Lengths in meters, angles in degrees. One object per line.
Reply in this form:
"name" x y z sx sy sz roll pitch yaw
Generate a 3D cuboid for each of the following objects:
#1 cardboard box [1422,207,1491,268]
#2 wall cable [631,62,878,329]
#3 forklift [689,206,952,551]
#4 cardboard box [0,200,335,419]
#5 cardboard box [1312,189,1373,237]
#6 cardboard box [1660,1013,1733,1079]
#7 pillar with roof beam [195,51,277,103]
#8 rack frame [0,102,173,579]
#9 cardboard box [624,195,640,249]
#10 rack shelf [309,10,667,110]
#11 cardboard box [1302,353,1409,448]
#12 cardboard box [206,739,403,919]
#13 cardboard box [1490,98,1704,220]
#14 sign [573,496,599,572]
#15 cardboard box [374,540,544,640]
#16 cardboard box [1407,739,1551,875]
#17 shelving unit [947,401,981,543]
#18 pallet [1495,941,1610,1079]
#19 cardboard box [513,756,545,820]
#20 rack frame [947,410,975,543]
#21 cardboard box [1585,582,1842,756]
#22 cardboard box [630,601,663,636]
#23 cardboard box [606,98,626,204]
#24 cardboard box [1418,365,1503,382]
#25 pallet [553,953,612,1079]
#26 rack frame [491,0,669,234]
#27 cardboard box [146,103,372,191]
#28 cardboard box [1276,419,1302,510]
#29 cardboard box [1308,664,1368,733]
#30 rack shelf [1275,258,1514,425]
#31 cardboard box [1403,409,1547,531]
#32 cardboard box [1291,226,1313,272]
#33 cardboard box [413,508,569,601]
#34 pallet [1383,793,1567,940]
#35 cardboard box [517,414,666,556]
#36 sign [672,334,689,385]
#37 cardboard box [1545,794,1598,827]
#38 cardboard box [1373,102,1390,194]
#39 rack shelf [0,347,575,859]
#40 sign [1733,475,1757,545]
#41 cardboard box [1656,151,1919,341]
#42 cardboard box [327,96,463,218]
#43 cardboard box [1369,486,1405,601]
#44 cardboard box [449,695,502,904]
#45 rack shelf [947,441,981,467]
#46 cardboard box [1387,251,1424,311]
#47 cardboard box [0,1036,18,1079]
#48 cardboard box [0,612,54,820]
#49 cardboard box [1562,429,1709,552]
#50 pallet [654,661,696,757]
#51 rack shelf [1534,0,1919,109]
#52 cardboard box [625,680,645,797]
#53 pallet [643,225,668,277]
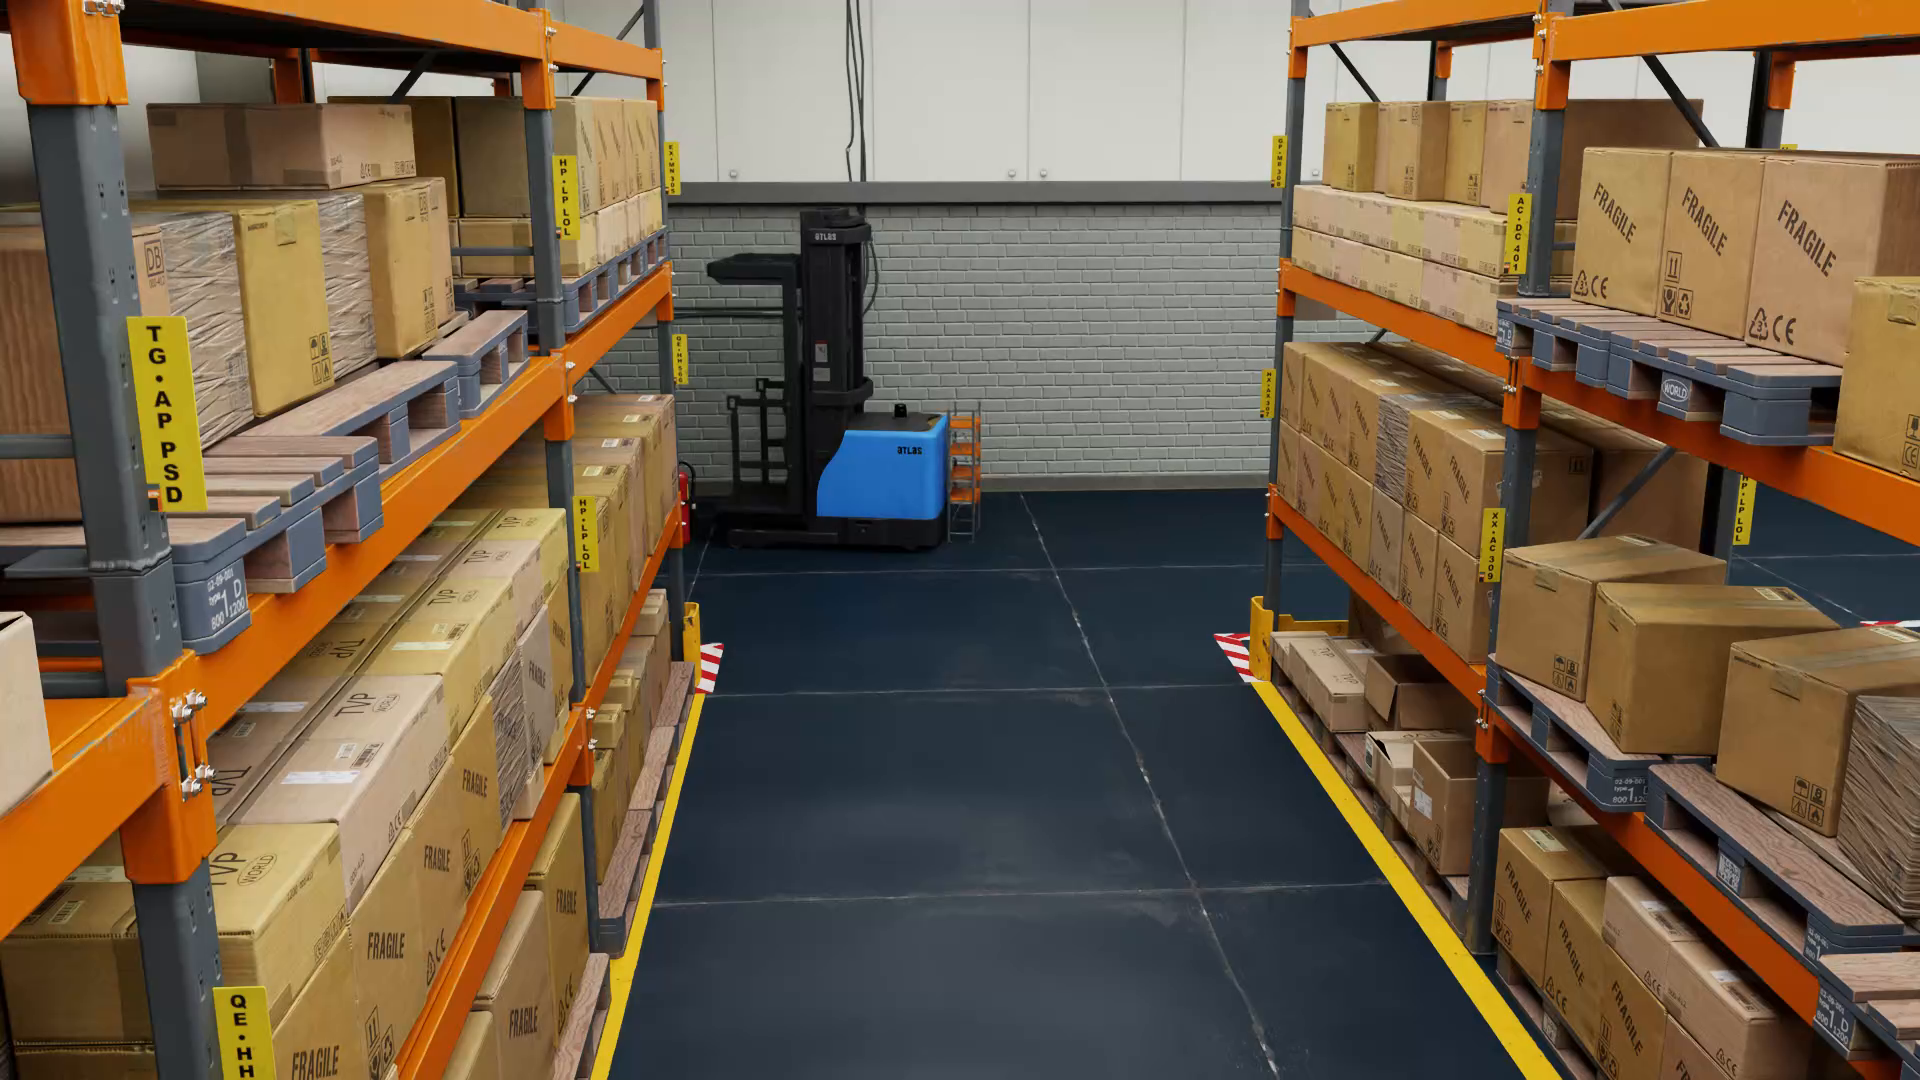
"cardboard box" 2.511 -1.431 7.845 0.500 0.250 0.500 -1 14 -3
"wall cable" -2.345 -3.299 16.019 3.097 2.526 0.112 -1 14 -3
"forklift" -1.635 -1.470 14.859 3.031 2.935 1.130 2 15 8
"cardboard box" -2.050 -0.598 4.227 0.700 0.500 0.500 0 14 -1
"cardboard box" 2.388 -1.928 9.779 0.500 0.250 0.500 -1 14 -3
"cardboard box" 2.725 1.937 5.613 0.500 0.500 0.500 -1 14 -6
"pillar with roof beam" 1.286 -2.623 7.160 9.100 9.000 0.400 -1 14 -3
"rack frame" -1.856 -1.401 2.411 1.000 3.000 0.127 -1 14 -3
"cardboard box" -1.971 -1.680 8.773 0.500 0.250 0.500 -1 14 -5
"rack shelf" -2.228 -2.351 8.350 1.077 0.370 4.000 -1 14 -3
"cardboard box" 2.397 -0.851 10.105 0.500 0.500 0.500 -1 14 -3
"cardboard box" -1.661 0.689 3.987 0.500 0.250 0.500 -1 14 -4
"cardboard box" 2.772 -1.673 7.282 0.700 0.500 0.500 -1 14 -3
"sign" -1.563 -0.023 6.932 0.100 0.325 0.005 -1 14 -3
"cardboard box" -1.797 0.184 5.948 0.500 0.250 0.500 -1 14 -2
"cardboard box" 2.522 1.293 8.116 0.500 0.500 0.500 -1 14 -3
"shelving unit" 0.037 -0.621 15.033 0.258 1.200 0.503 2 15 6
"pallet" 2.928 1.985 6.889 1.003 0.211 1.213 -1 14 -3
"cardboard box" -1.715 0.894 5.996 0.380 0.149 0.250 -1 14 -3
"rack frame" 0.009 -0.561 14.798 0.240 1.200 0.015 2 15 6
"cardboard box" 2.752 0.472 6.128 0.700 0.500 0.500 1 14 5
"cardboard box" -2.002 0.473 10.039 0.380 0.149 0.250 0 14 -2
"cardboard box" -1.942 -1.917 8.191 0.500 0.500 0.500 -1 14 -3
"cardboard box" 2.963 -0.734 9.652 0.500 0.500 0.500 0 14 -2
"pallet" -1.981 2.051 6.631 1.003 0.211 1.213 -1 14 -3
"rack frame" -2.351 -3.390 10.144 1.000 3.000 0.127 -1 14 -3
"cardboard box" -2.131 -1.209 5.099 0.500 0.250 0.500 -1 14 -5
"cardboard box" 2.357 -0.496 10.735 0.500 0.500 0.500 -1 14 -2
"cardboard box" 2.405 0.945 9.970 0.500 0.250 0.500 -1 14 -3
"rack shelf" 2.716 -1.169 8.975 1.077 0.370 4.000 -1 14 -3
"cardboard box" 2.516 -0.349 8.157 0.500 0.500 0.500 -1 14 -5
"cardboard box" 2.370 -1.811 10.325 0.500 0.250 0.500 -1 14 -3
"cardboard box" -1.819 0.057 6.443 0.500 0.250 0.500 -1 14 -2
"pallet" 2.799 1.612 8.337 1.003 0.211 1.213 -1 14 -3
"cardboard box" -2.254 -0.323 9.659 0.980 0.700 0.700 -1 14 -4
"sign" -1.809 -1.165 10.736 0.100 0.325 0.005 -1 14 -3
"cardboard box" 3.030 1.414 8.024 0.500 0.311 0.500 -1 14 -3
"cardboard box" 2.725 -2.172 9.220 0.700 0.500 0.500 -1 14 -3
"rack shelf" -1.980 -0.097 4.807 1.077 0.370 4.000 -1 14 -3
"sign" 3.394 -0.138 7.218 0.100 0.325 0.005 -1 14 -3
"cardboard box" 2.862 -1.028 5.739 0.600 0.600 0.600 -1 14 -4
"cardboard box" -2.380 -1.655 7.173 0.500 0.500 0.500 -1 14 -4
"cardboard box" 2.486 0.008 8.775 0.500 0.500 0.500 -1 14 -2
"cardboard box" -1.723 0.795 5.080 0.500 0.500 0.500 0 14 -2
"rack shelf" 0.037 -0.773 14.994 0.258 0.148 0.480 2 15 6
"cardboard box" 2.485 -1.313 8.391 0.500 0.250 0.500 -1 14 -3
"cardboard box" -2.148 1.189 3.547 0.500 0.500 0.500 -1 14 -3
"cardboard box" -1.542 0.260 2.113 0.500 0.311 0.500 -1 14 -3
"cardboard box" 3.092 -0.222 7.661 0.500 0.500 0.500 -1 14 -2
"pallet" -2.224 1.063 10.470 1.003 0.211 1.213 -1 14 -3
"rack shelf" 2.964 -1.433 4.784 1.077 0.370 4.000 -1 14 -3
"cardboard box" -2.105 1.077 8.995 0.700 0.500 0.500 -1 14 -2
"pallet" -2.295 -1.710 9.812 1.003 0.211 1.213 -1 14 -3
